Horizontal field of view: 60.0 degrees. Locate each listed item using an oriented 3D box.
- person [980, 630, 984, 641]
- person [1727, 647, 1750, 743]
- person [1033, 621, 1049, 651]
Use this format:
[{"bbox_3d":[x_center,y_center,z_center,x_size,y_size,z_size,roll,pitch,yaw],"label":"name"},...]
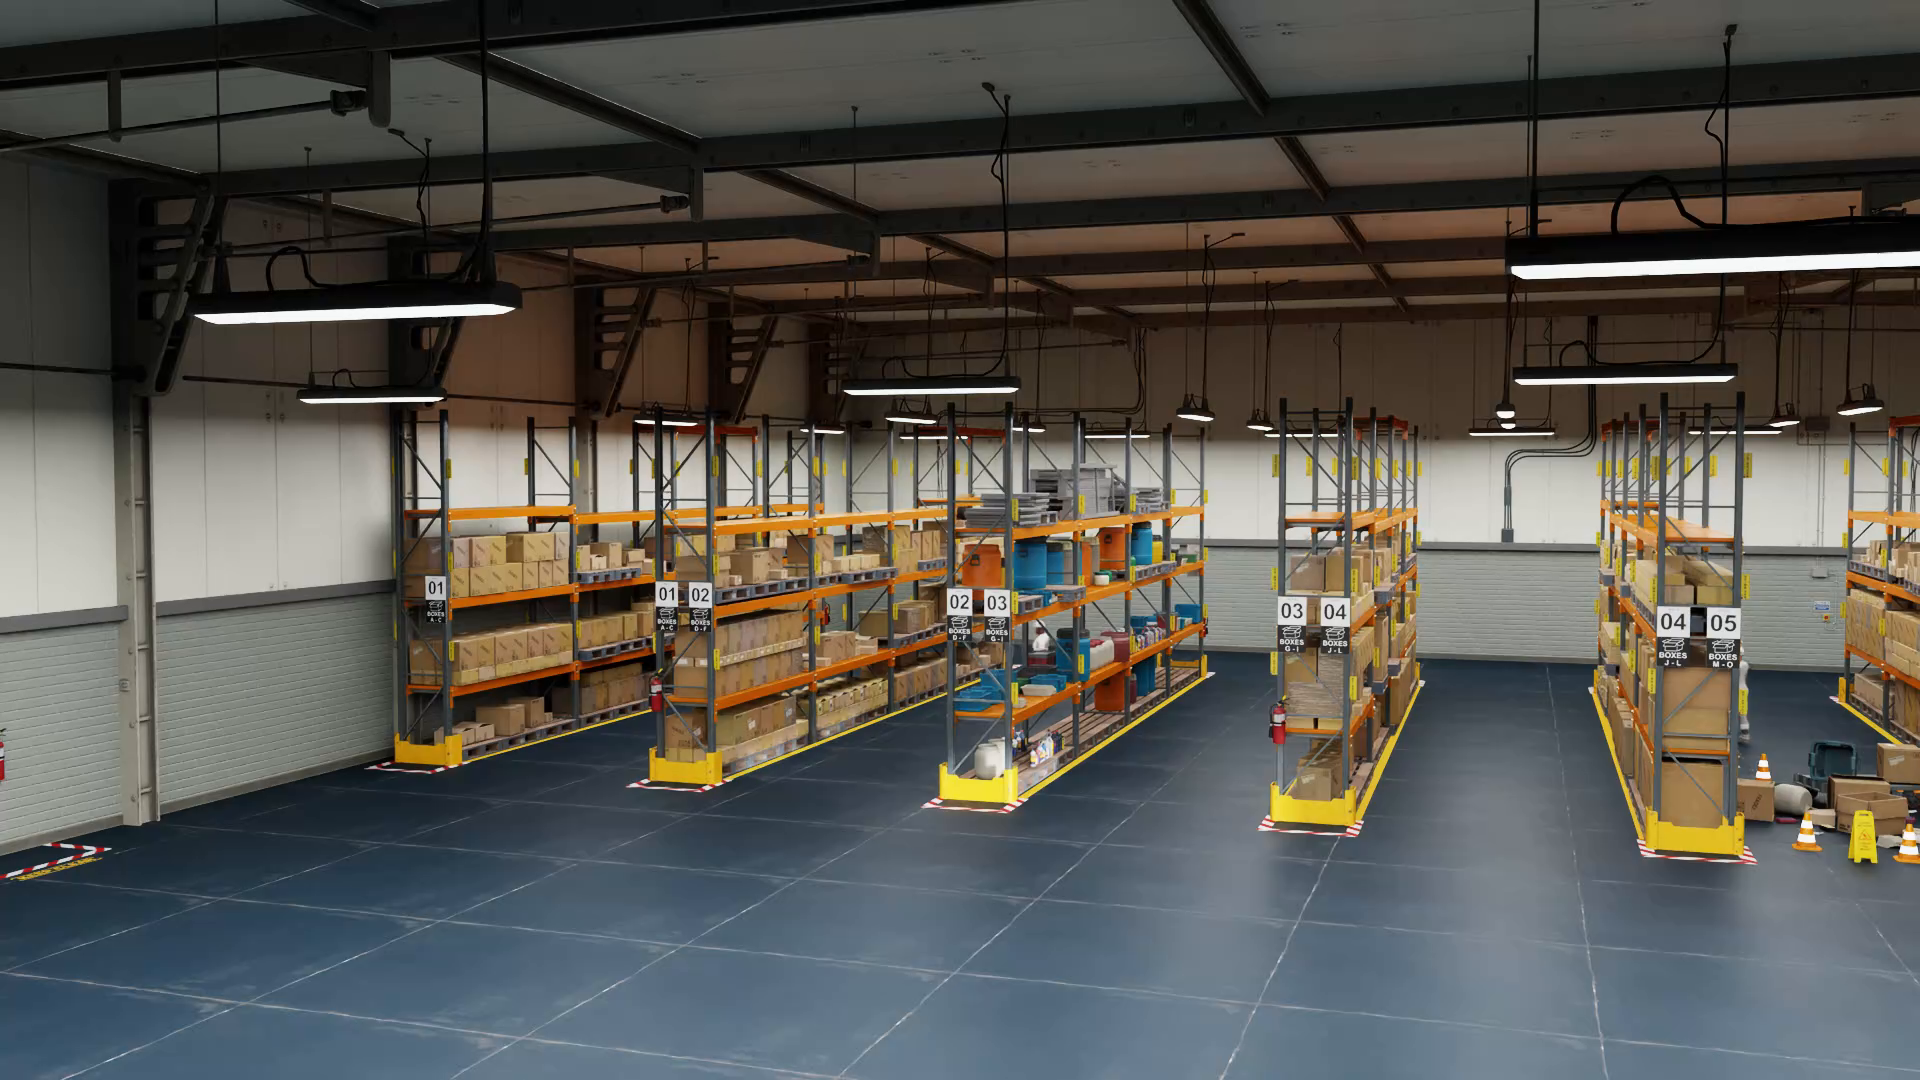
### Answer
[{"bbox_3d":[0.761,2.261,43.354,0.673,1.745,0.541,-2,3,-45],"label":"person"},{"bbox_3d":[14.084,2.813,30.215,0.611,1.795,0.430,-1,3,-19],"label":"person"},{"bbox_3d":[1.699,2.596,35.296,0.417,1.770,0.620,0,2,6],"label":"person"}]
